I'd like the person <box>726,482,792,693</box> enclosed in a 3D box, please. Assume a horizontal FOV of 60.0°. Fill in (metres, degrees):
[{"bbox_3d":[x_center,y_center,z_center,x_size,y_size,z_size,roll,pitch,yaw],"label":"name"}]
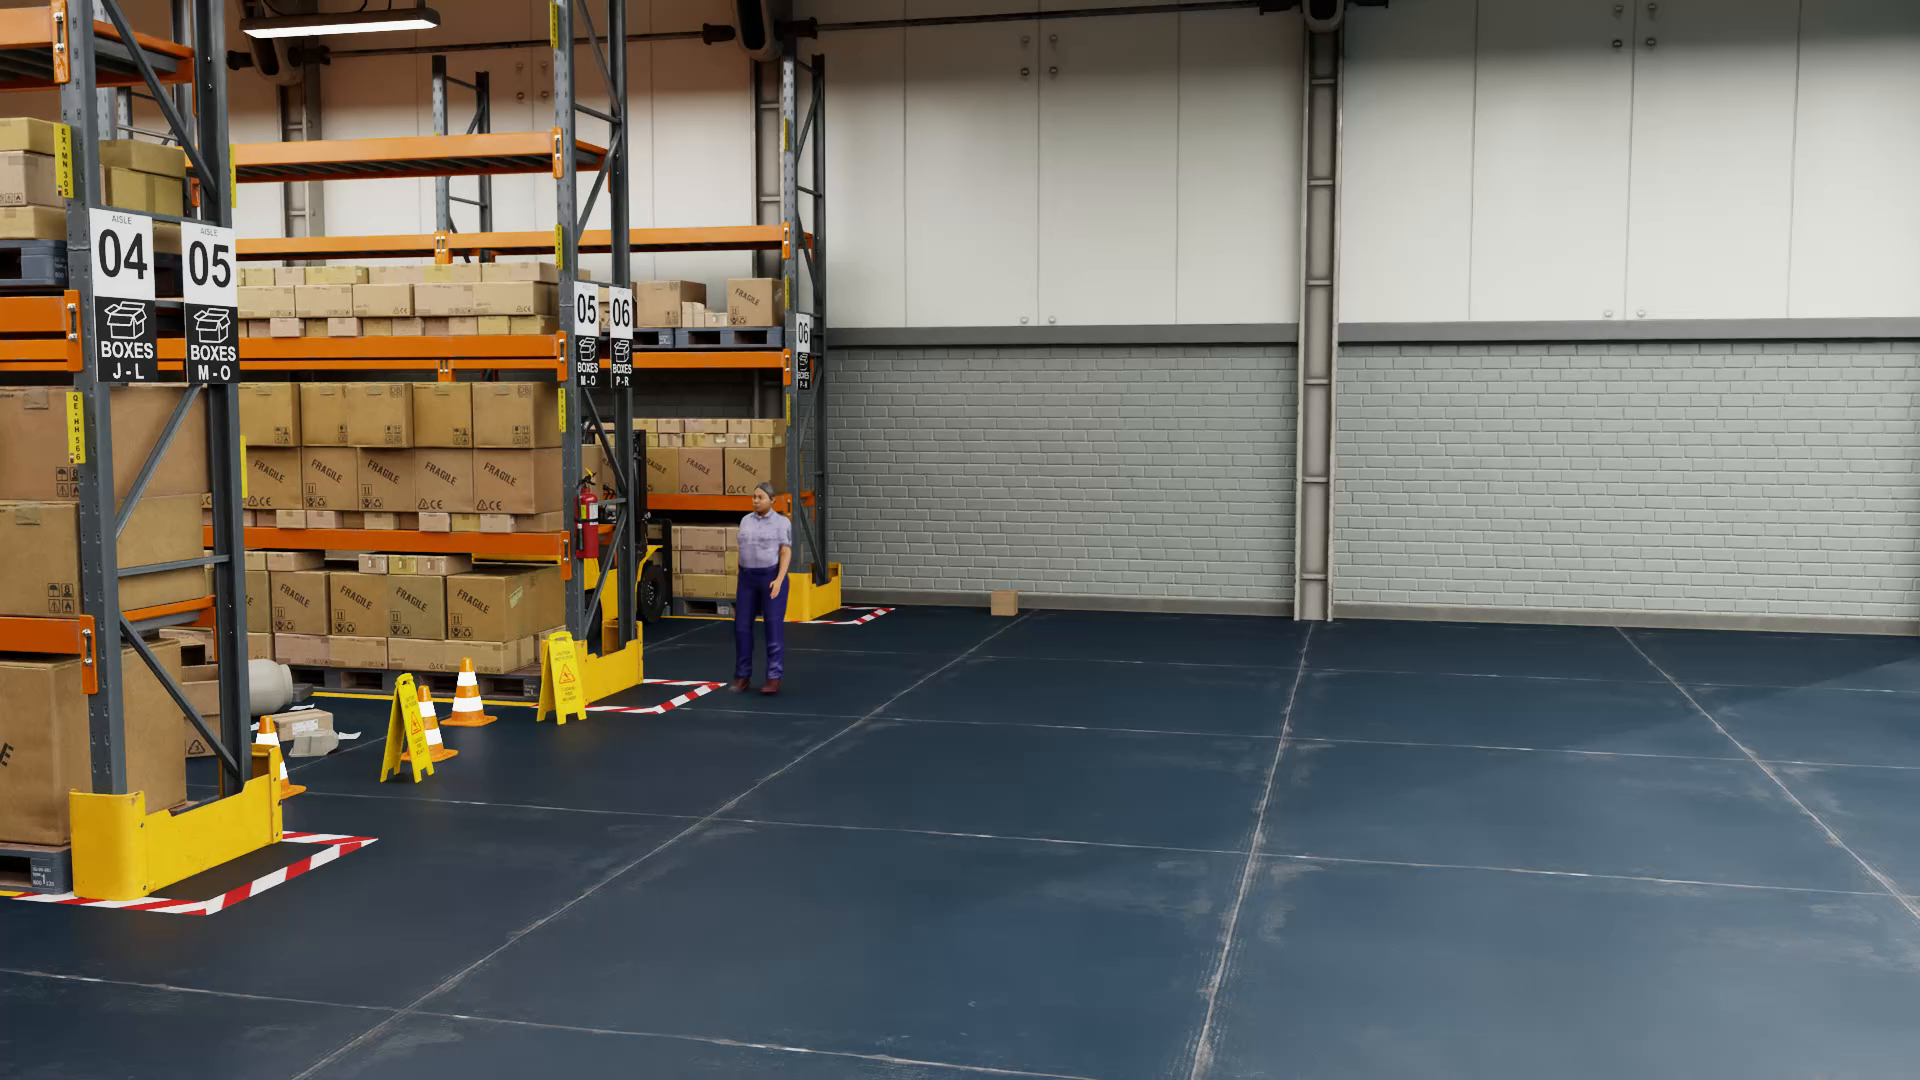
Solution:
[{"bbox_3d":[-1.588,0.394,13.200,0.515,1.704,0.452,2,5,17],"label":"person"}]
